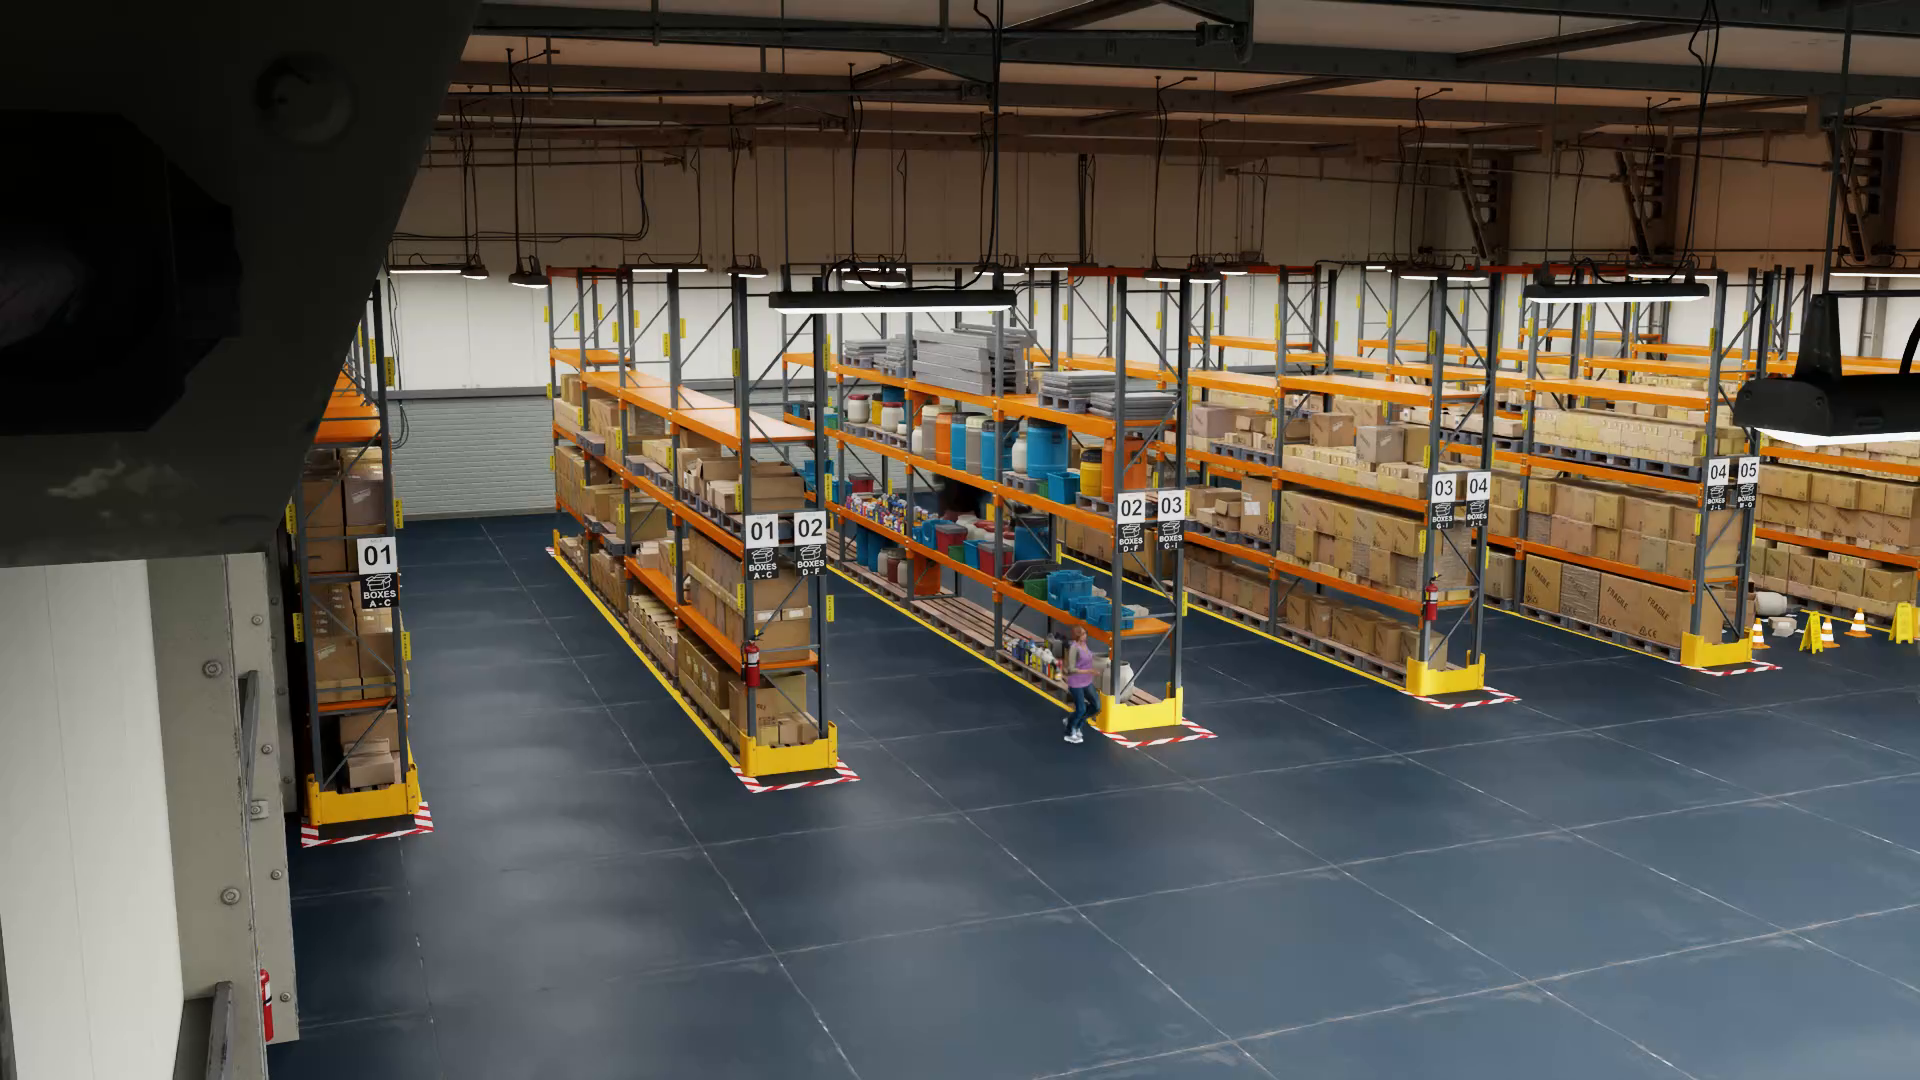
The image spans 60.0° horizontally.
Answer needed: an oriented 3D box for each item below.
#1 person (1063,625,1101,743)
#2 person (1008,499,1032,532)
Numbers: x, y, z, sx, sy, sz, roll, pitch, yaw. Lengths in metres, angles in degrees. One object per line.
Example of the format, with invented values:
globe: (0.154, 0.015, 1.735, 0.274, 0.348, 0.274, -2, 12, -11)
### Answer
person: (1.593, 1.862, 21.394, 0.564, 1.560, 0.521, 6, 12, 32)
person: (1.192, -0.219, 31.354, 0.631, 1.724, 0.631, -6, 12, -31)
